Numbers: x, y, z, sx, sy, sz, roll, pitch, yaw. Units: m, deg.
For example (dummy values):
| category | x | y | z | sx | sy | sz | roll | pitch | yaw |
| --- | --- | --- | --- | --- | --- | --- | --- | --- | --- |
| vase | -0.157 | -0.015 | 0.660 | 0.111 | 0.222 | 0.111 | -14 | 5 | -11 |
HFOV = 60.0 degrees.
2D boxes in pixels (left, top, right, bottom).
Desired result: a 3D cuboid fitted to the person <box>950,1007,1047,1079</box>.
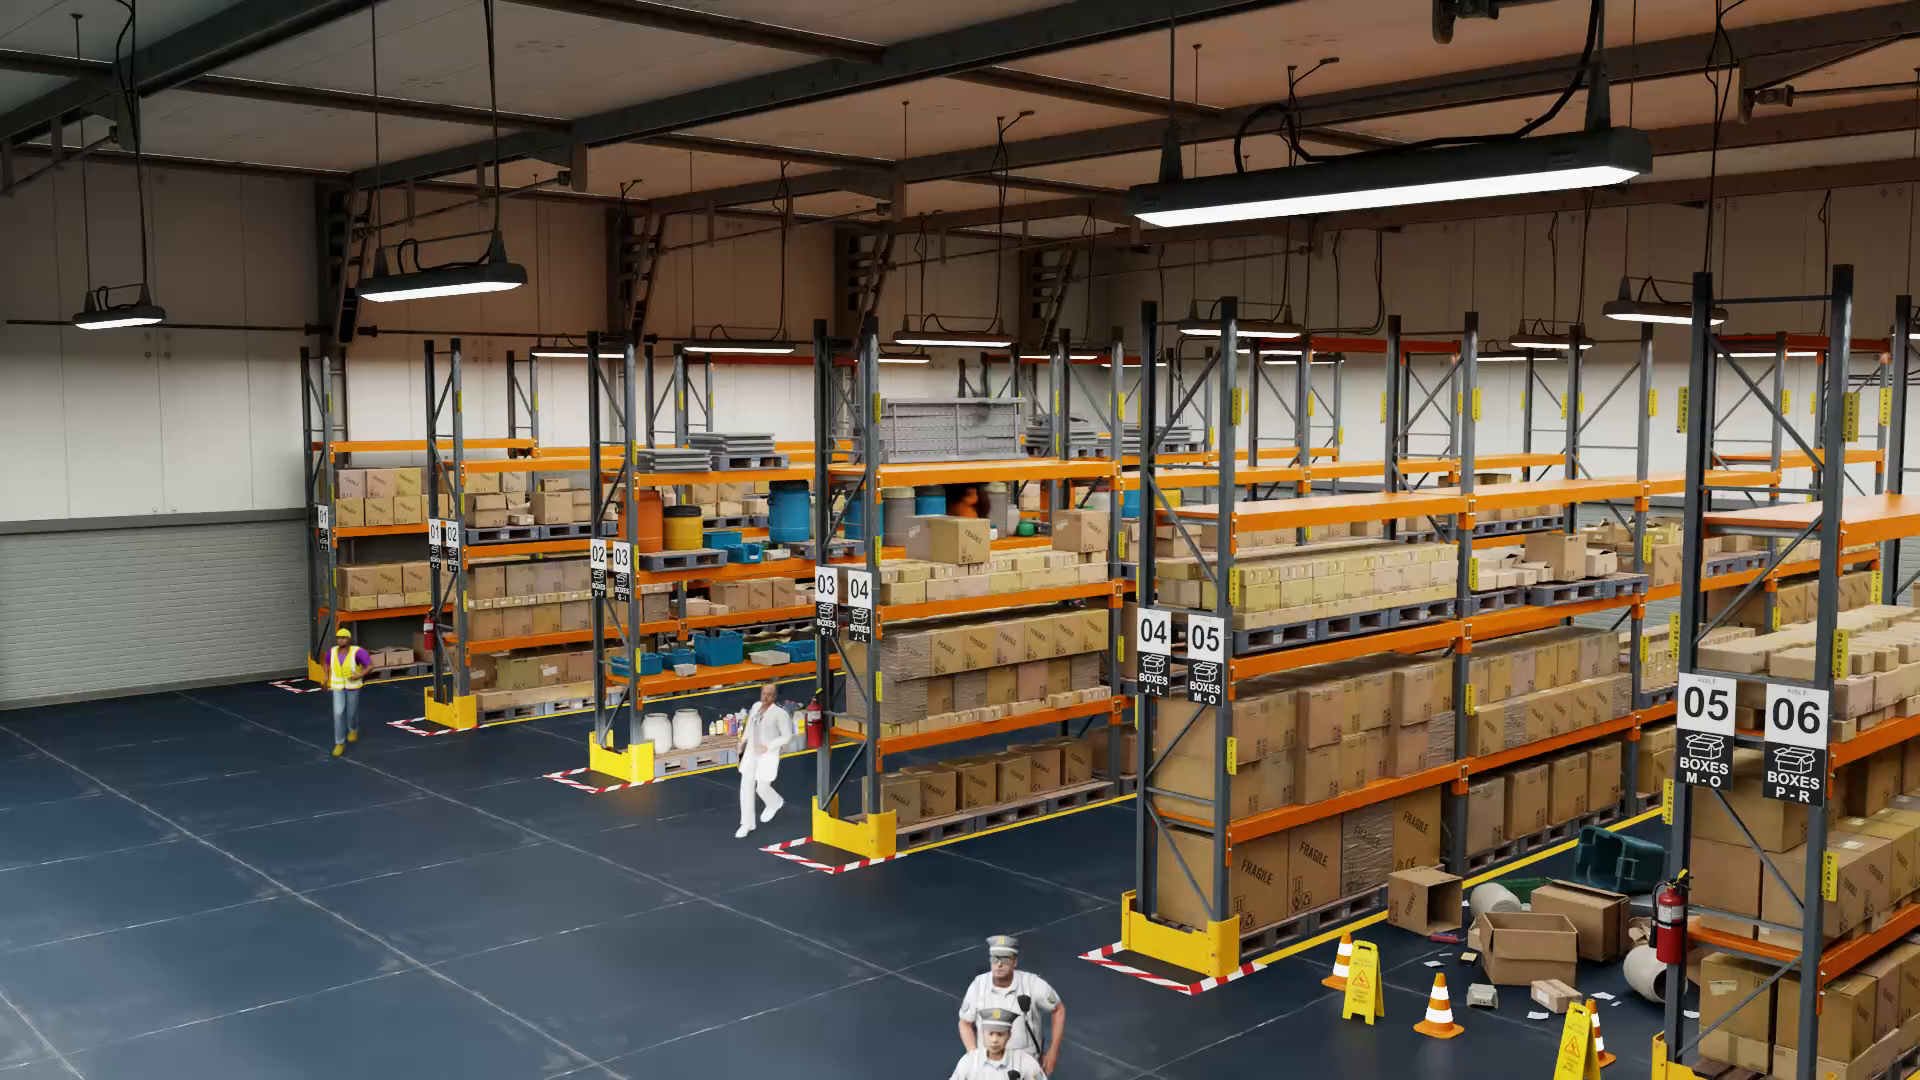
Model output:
| category | x | y | z | sx | sy | sz | roll | pitch | yaw |
| --- | --- | --- | --- | --- | --- | --- | --- | --- | --- |
| person | 0.225 | 3.488 | 9.680 | 0.667 | 1.643 | 0.551 | 1 | 5 | 7 |

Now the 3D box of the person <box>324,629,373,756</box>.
| category | x | y | z | sx | sy | sz | roll | pitch | yaw |
| --- | --- | --- | --- | --- | --- | --- | --- | --- | --- |
| person | -8.856 | 2.150 | 24.078 | 0.706 | 1.776 | 0.919 | -1 | 5 | -10 |

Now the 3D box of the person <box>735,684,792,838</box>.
| category | x | y | z | sx | sy | sz | roll | pitch | yaw |
| --- | --- | --- | --- | --- | --- | --- | --- | --- | --- |
| person | -2.274 | 2.599 | 19.628 | 0.720 | 1.718 | 0.894 | 2 | 6 | 25 |

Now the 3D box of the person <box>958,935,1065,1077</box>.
| category | x | y | z | sx | sy | sz | roll | pitch | yaw |
| --- | --- | --- | --- | --- | --- | --- | --- | --- | --- |
| person | 0.321 | 3.367 | 10.683 | 0.679 | 1.749 | 0.670 | 1 | 5 | 10 |
